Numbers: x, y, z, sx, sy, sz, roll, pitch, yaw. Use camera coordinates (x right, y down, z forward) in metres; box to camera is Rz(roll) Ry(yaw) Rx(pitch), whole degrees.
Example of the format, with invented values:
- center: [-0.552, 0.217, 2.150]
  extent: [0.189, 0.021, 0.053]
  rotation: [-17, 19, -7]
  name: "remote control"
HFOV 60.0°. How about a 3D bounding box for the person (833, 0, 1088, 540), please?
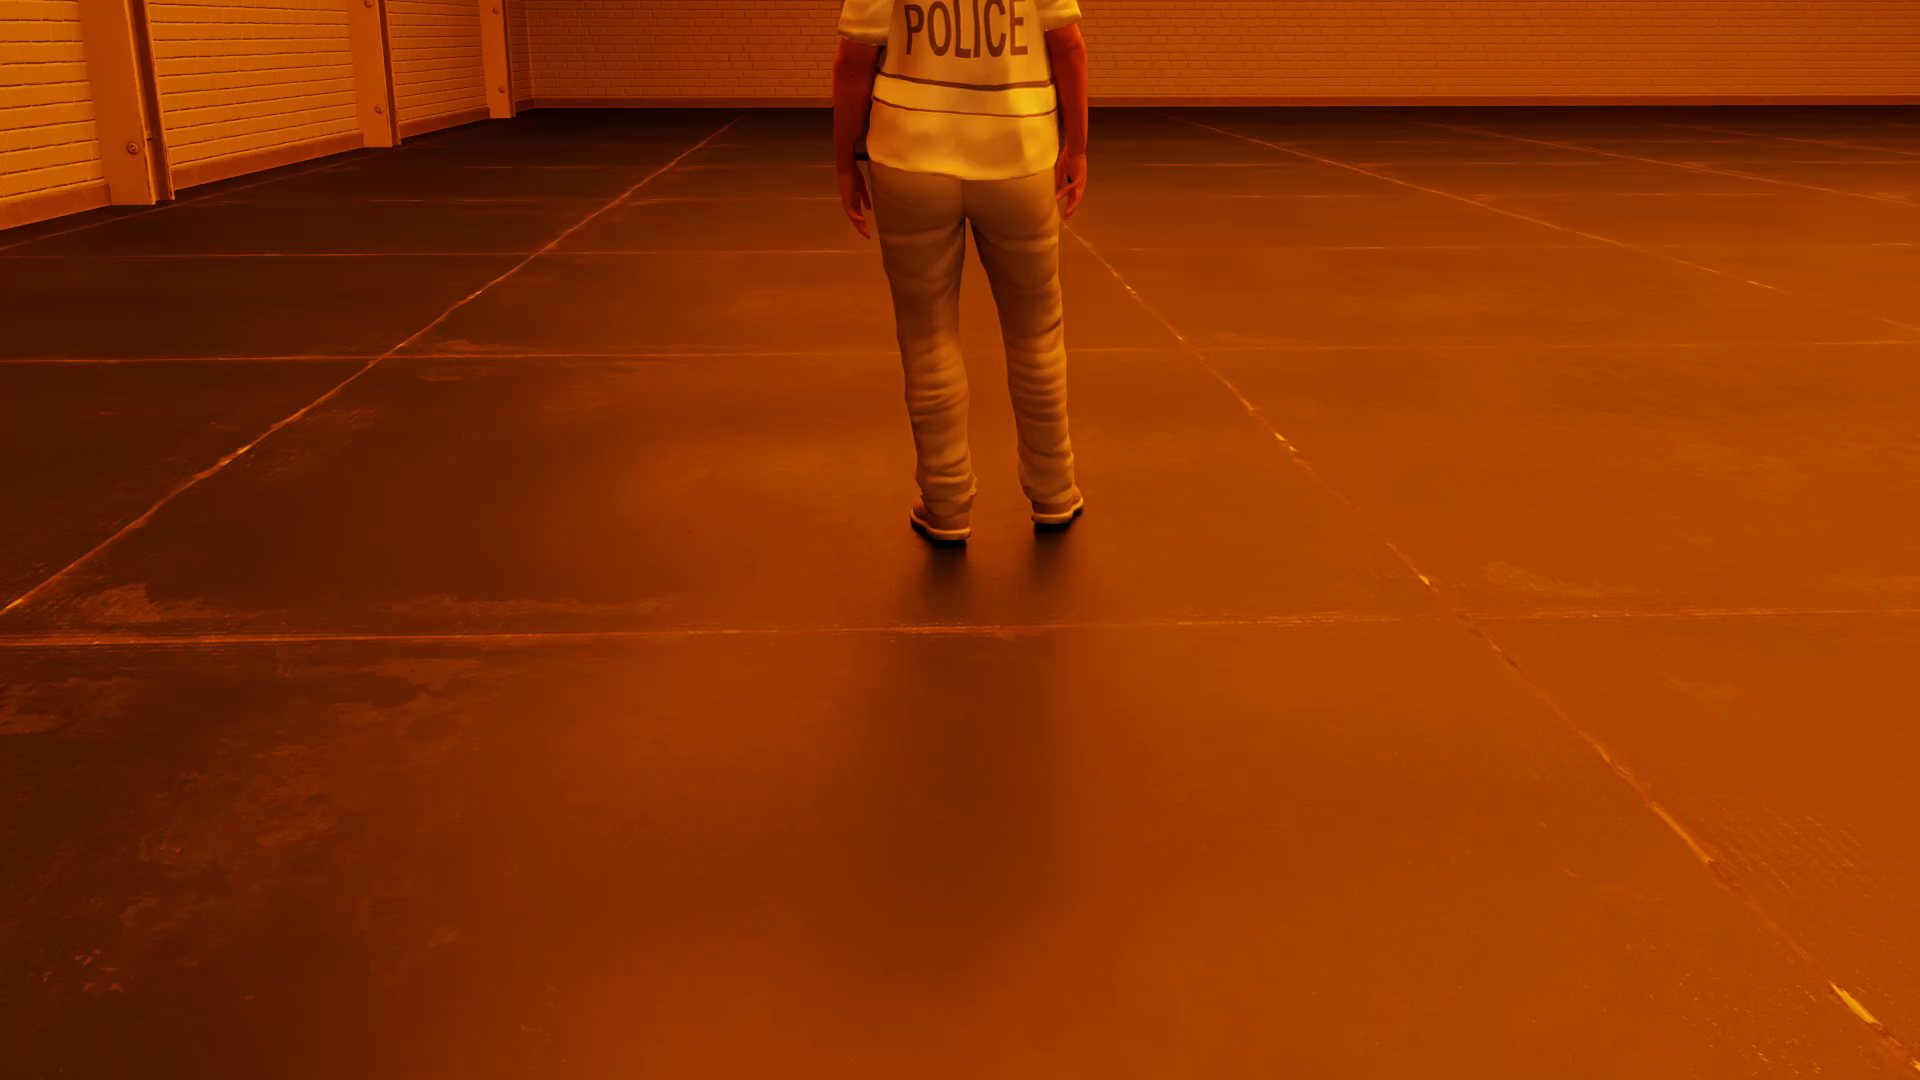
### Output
- center: [0.019, -0.827, 3.746]
  extent: [0.598, 1.670, 0.529]
  rotation: [-1, 17, -3]
  name: "person"
